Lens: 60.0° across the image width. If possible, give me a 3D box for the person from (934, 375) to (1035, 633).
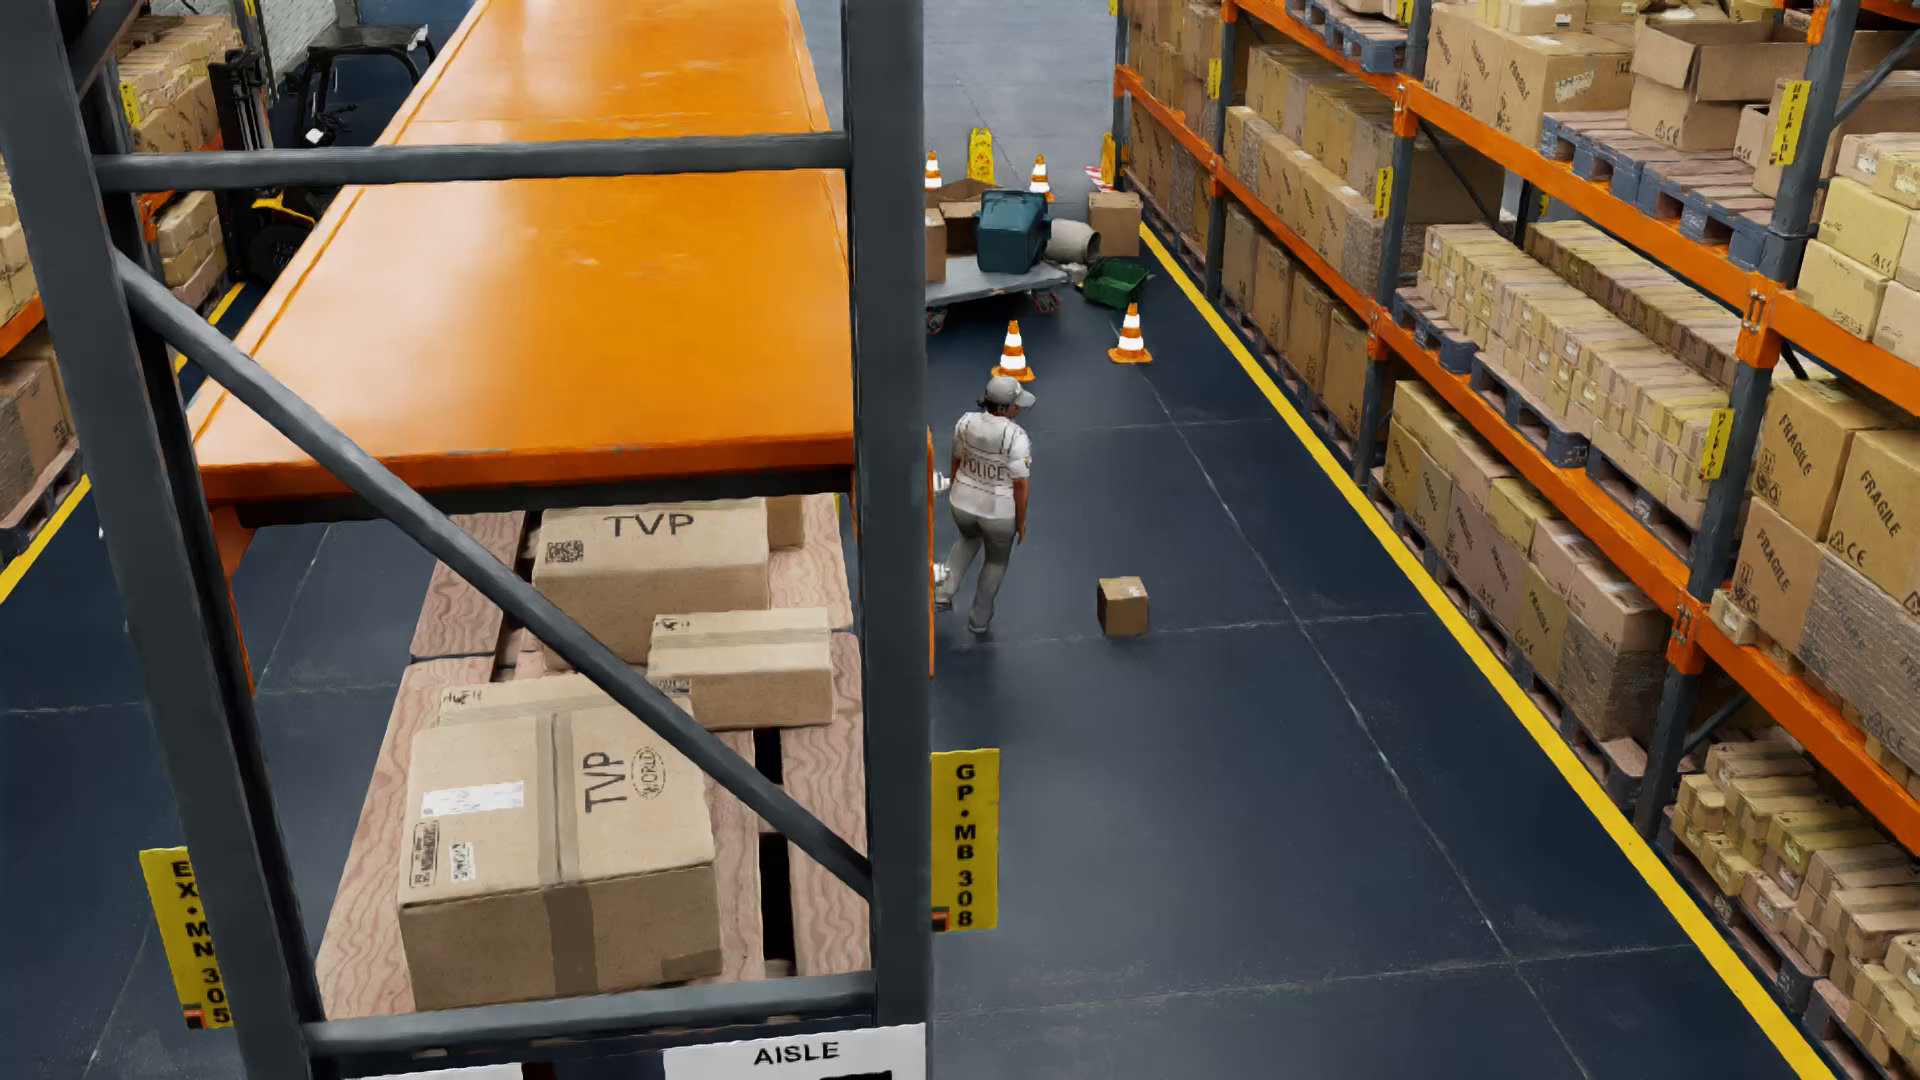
[{"bbox_3d":[0.150,-0.202,9.497,0.613,1.655,0.469,13,30,23],"label":"person"}]
